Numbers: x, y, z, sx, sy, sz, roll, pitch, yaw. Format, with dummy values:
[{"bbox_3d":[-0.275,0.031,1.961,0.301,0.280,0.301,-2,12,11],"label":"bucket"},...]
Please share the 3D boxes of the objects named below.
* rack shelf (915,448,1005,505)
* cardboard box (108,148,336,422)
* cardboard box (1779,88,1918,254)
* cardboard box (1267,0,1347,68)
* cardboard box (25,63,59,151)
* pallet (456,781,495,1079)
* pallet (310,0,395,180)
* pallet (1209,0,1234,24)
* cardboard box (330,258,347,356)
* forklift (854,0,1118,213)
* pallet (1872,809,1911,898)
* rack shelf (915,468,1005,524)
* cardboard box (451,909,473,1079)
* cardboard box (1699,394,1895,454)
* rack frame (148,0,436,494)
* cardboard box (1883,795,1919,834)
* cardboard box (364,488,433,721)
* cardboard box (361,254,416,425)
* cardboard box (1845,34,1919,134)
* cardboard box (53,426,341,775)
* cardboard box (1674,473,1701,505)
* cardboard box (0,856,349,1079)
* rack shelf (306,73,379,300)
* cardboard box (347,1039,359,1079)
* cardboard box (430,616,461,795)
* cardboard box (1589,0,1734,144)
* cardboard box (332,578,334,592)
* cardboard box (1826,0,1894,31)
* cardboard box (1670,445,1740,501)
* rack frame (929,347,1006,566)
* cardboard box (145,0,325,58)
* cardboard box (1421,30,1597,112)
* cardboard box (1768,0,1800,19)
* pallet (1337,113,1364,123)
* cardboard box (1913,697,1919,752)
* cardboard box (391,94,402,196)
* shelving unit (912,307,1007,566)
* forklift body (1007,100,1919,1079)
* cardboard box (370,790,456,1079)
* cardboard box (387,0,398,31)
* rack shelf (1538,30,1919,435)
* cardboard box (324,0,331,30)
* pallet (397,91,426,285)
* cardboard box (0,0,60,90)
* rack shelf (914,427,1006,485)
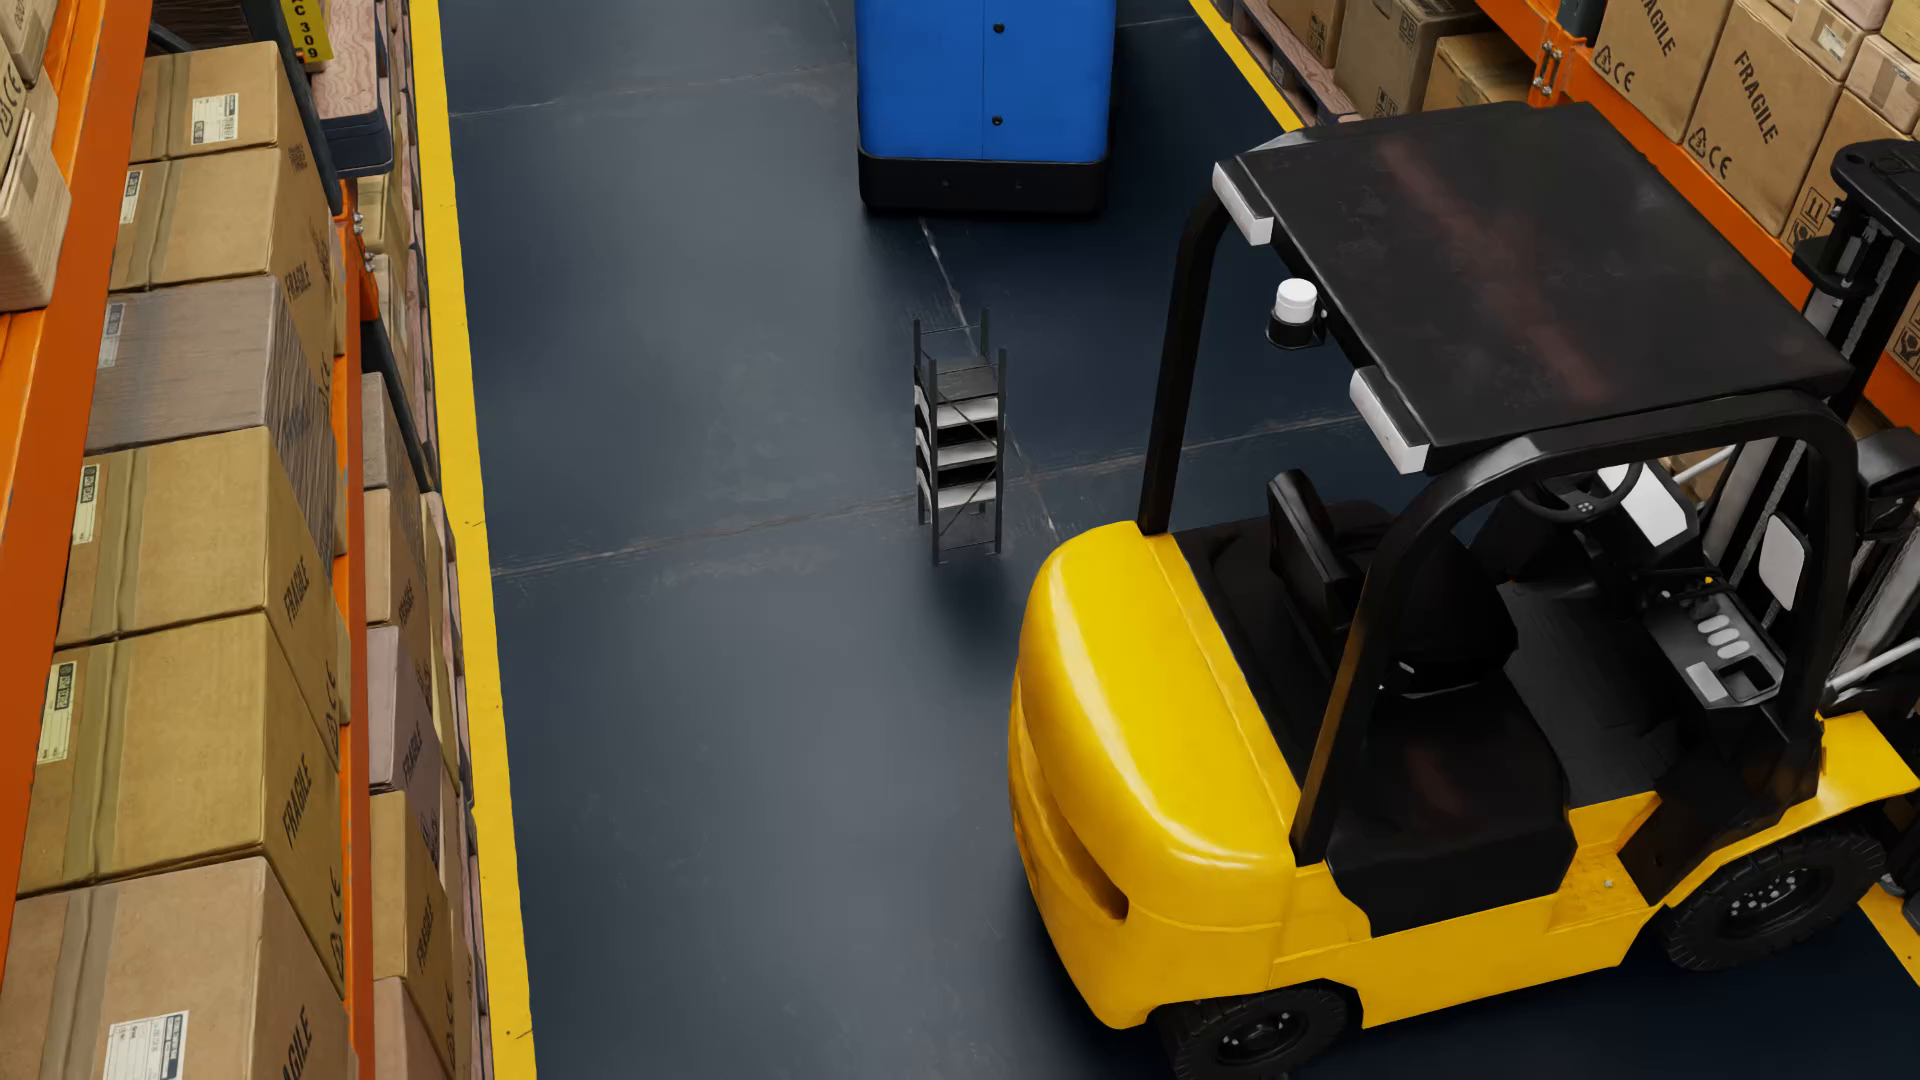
[{"bbox_3d":[-0.002,-0.234,5.522,0.258,0.077,0.200,-11,47,-10],"label":"rack shelf"},{"bbox_3d":[-1.797,-0.543,3.904,0.500,0.500,0.500,-9,46,-9],"label":"cardboard box"},{"bbox_3d":[2.649,-0.904,4.466,0.500,0.500,0.500,-11,47,-11],"label":"cardboard box"},{"bbox_3d":[1.978,-2.659,7.625,0.875,0.625,0.625,-12,47,-12],"label":"cardboard box"},{"bbox_3d":[-1.478,-0.574,2.288,0.380,0.149,0.250,-12,47,-11],"label":"cardboard box"},{"bbox_3d":[-1.767,1.258,4.370,1.003,0.211,1.213,-11,47,-10],"label":"pallet"},{"bbox_3d":[-2.344,-1.506,5.260,1.003,0.211,1.213,-11,47,-10],"label":"pallet"},{"bbox_3d":[1.657,-3.140,8.679,1.003,0.211,1.213,-11,47,-10],"label":"pallet"},{"bbox_3d":[-1.842,-0.594,4.408,0.380,0.149,0.250,-10,46,-9],"label":"cardboard box"},{"bbox_3d":[0.166,-3.446,7.075,1.130,2.935,3.031,2,46,2],"label":"forklift"},{"bbox_3d":[2.987,0.447,5.164,1.003,0.211,1.213,-11,47,-10],"label":"pallet"},{"bbox_3d":[-0.002,-0.171,5.586,0.258,0.077,0.200,-11,47,-10],"label":"rack shelf"},{"bbox_3d":[-1.480,1.222,4.083,0.500,0.250,0.500,-8,46,-8],"label":"cardboard box"},{"bbox_3d":[2.588,-0.376,4.950,0.500,0.250,0.500,-9,46,-9],"label":"cardboard box"},{"bbox_3d":[-2.289,-1.019,4.649,1.000,3.000,0.127,-11,47,-10],"label":"rack frame"},{"bbox_3d":[2.869,0.689,4.606,0.500,0.250,0.500,-10,46,-10],"label":"cardboard box"},{"bbox_3d":[-1.746,0.244,4.517,0.500,0.500,0.500,-10,46,-10],"label":"cardboard box"},{"bbox_3d":[-2.426,-0.608,5.792,0.950,0.372,0.625,-10,46,-10],"label":"cardboard box"},{"bbox_3d":[2.554,-1.205,4.306,0.380,0.149,0.250,-11,47,-11],"label":"cardboard box"},{"bbox_3d":[-1.524,0.167,3.208,0.500,0.500,0.500,-12,47,-11],"label":"cardboard box"},{"bbox_3d":[2.604,-0.020,5.300,0.500,0.250,0.500,-10,46,-10],"label":"cardboard box"},{"bbox_3d":[-1.254,0.868,2.520,0.500,0.500,0.500,-9,46,-9],"label":"cardboard box"},{"bbox_3d":[-2.801,-2.148,6.259,1.077,0.370,4.000,-11,47,-10],"label":"rack shelf"},{"bbox_3d":[-1.240,1.005,2.841,0.380,0.149,0.250,-10,46,-10],"label":"cardboard box"},{"bbox_3d":[-1.732,0.521,4.770,0.500,0.250,0.500,-12,47,-11],"label":"cardboard box"},{"bbox_3d":[2.369,-1.610,5.158,0.500,0.500,0.500,-12,47,-11],"label":"cardboard box"},{"bbox_3d":[-1.612,0.118,3.710,0.380,0.149,0.250,-11,47,-11],"label":"cardboard box"},{"bbox_3d":[2.498,-1.486,4.374,0.380,0.149,0.250,-10,46,-9],"label":"cardboard box"},{"bbox_3d":[2.582,-0.202,5.129,0.500,0.250,0.500,-11,47,-11],"label":"cardboard box"},{"bbox_3d":[0.024,-0.250,5.365,0.240,0.900,0.006,-11,47,-10],"label":"rack frame"},{"bbox_3d":[-2.132,-1.682,4.725,0.500,0.500,0.500,-10,46,-9],"label":"cardboard box"},{"bbox_3d":[2.364,-1.604,6.590,0.875,0.625,0.625,-9,46,-9],"label":"cardboard box"},{"bbox_3d":[2.497,-1.570,4.664,0.380,0.149,0.250,-11,47,-10],"label":"cardboard box"},{"bbox_3d":[2.282,-1.455,7.028,1.003,0.211,1.213,-11,47,-10],"label":"pallet"},{"bbox_3d":[2.835,0.493,4.448,0.500,0.250,0.500,-12,47,-11],"label":"cardboard box"},{"bbox_3d":[-2.793,-1.584,6.748,0.950,0.372,0.625,-9,46,-9],"label":"cardboard box"},{"bbox_3d":[-0.002,-0.321,5.434,0.258,0.900,0.210,-11,47,-10],"label":"shelving unit"},{"bbox_3d":[1.283,0.154,4.094,2.313,2.155,1.214,-11,47,-10],"label":"forklift body"},{"bbox_3d":[-1.470,0.963,3.812,0.500,0.500,0.500,-10,46,-10],"label":"cardboard box"},{"bbox_3d":[-3.178,-2.616,7.760,0.950,0.372,0.625,-14,47,-13],"label":"cardboard box"},{"bbox_3d":[3.020,-0.297,4.444,1.077,0.370,4.000,-11,47,-10],"label":"rack shelf"},{"bbox_3d":[-2.181,-1.692,5.190,0.380,0.149,0.250,-10,46,-9],"label":"cardboard box"},{"bbox_3d":[-2.806,-1.425,6.998,1.003,0.211,1.213,-11,47,-10],"label":"pallet"},{"bbox_3d":[-1.524,-0.814,2.244,0.500,0.250,0.500,-10,46,-9],"label":"cardboard box"},{"bbox_3d":[-0.002,-0.297,5.458,0.258,0.077,0.200,-11,47,-10],"label":"rack shelf"}]
